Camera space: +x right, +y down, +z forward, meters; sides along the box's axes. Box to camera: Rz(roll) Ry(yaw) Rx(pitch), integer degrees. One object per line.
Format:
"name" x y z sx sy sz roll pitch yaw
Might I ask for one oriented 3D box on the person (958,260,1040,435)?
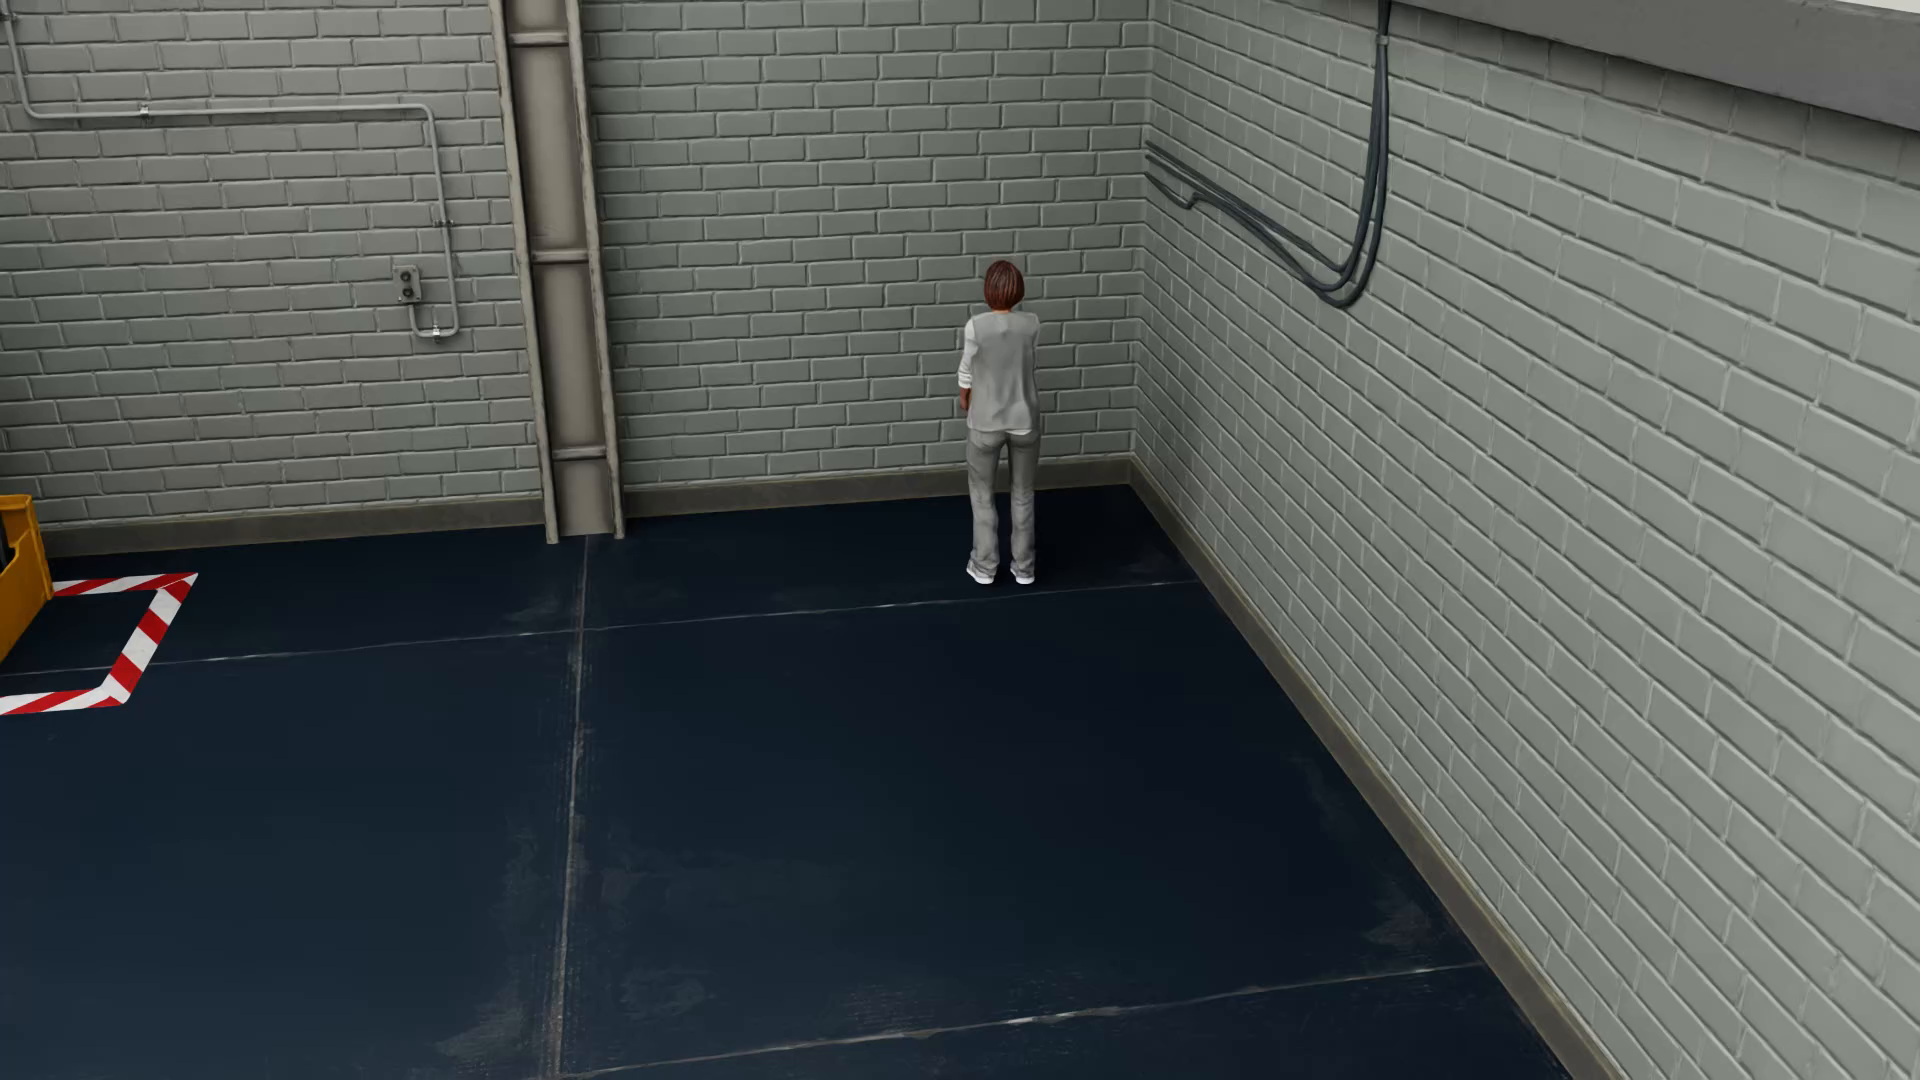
"person" 0.182 -0.934 7.749 0.375 0.797 0.492 -5 24 -10
